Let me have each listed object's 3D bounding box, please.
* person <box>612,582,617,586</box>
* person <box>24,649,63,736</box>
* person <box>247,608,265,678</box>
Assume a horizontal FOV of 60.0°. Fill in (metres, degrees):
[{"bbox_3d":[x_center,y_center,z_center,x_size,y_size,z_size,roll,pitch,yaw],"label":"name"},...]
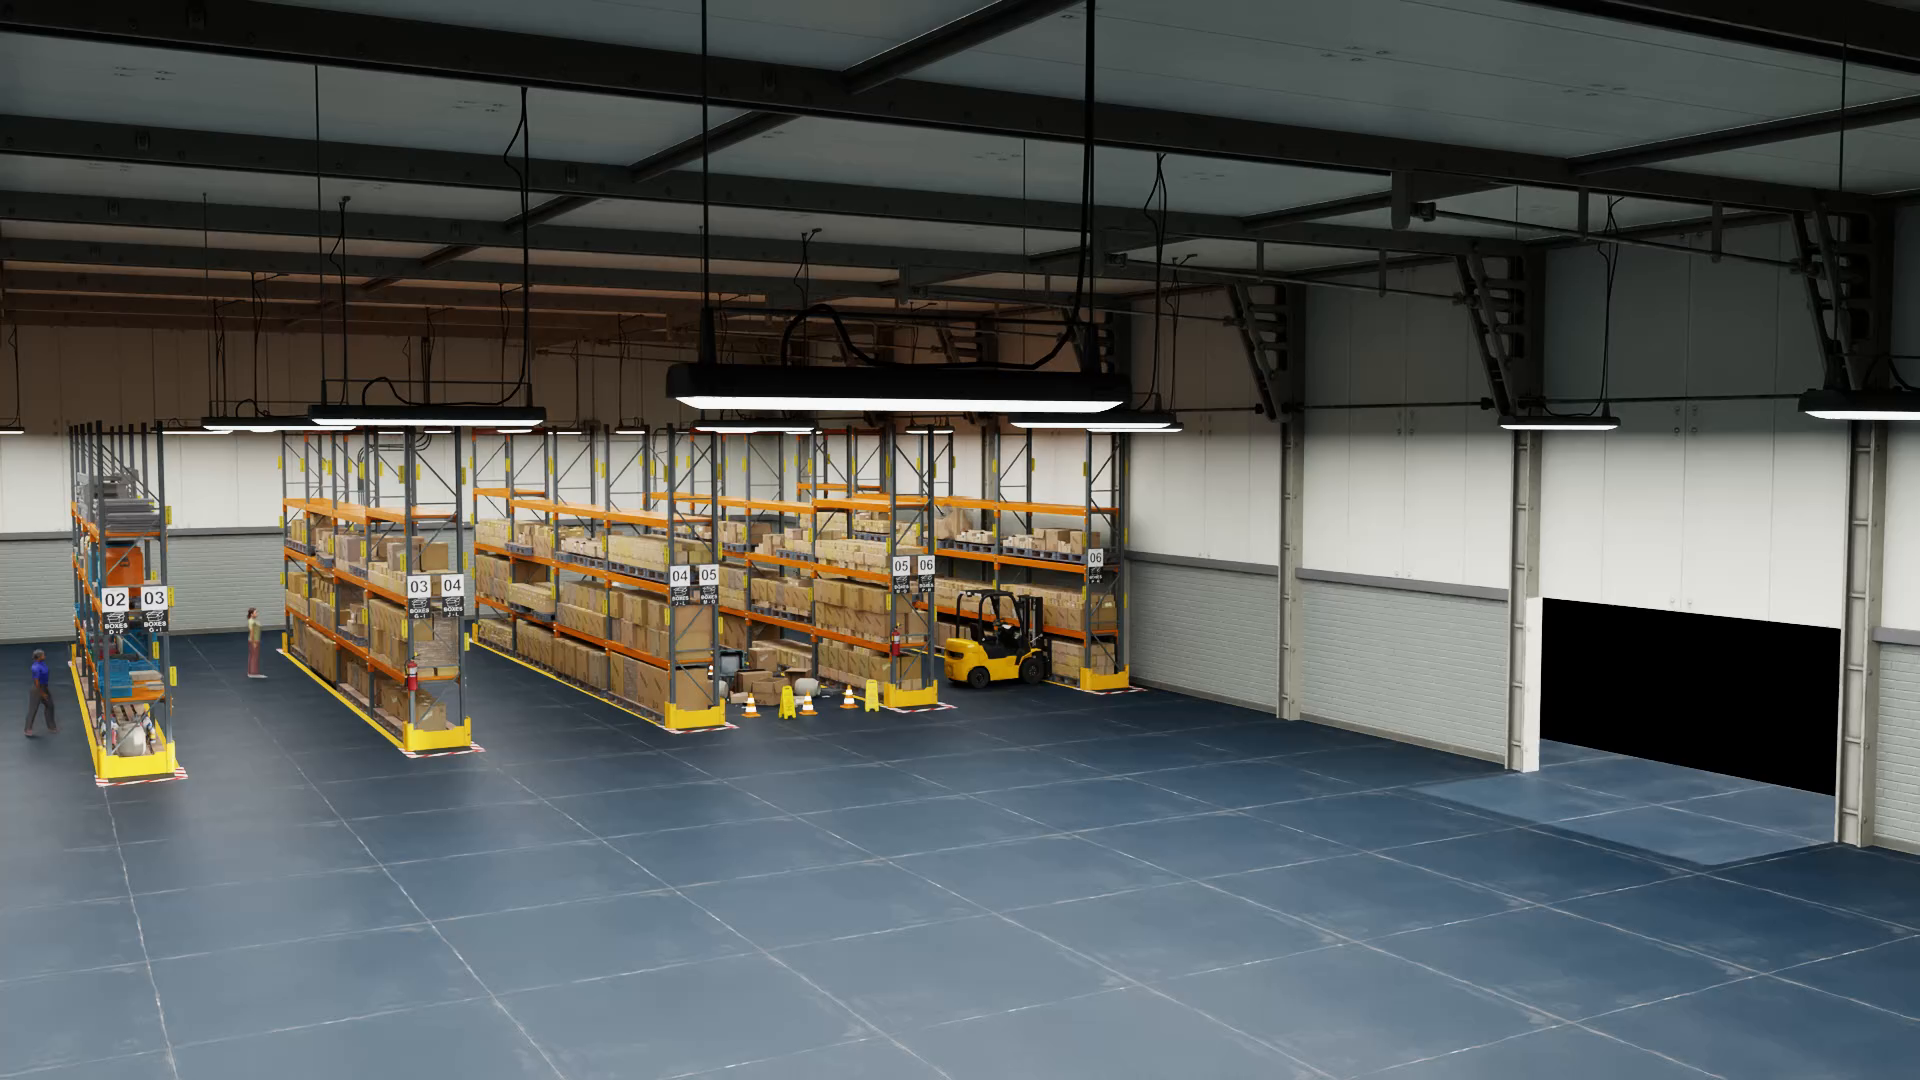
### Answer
[{"bbox_3d":[-9.433,2.047,45.260,0.543,1.819,0.821,0,4,8],"label":"person"},{"bbox_3d":[-17.729,2.948,32.095,0.521,1.678,0.630,0,4,1],"label":"person"},{"bbox_3d":[-16.809,2.446,39.657,0.363,1.681,0.473,-2,4,-29],"label":"person"}]
